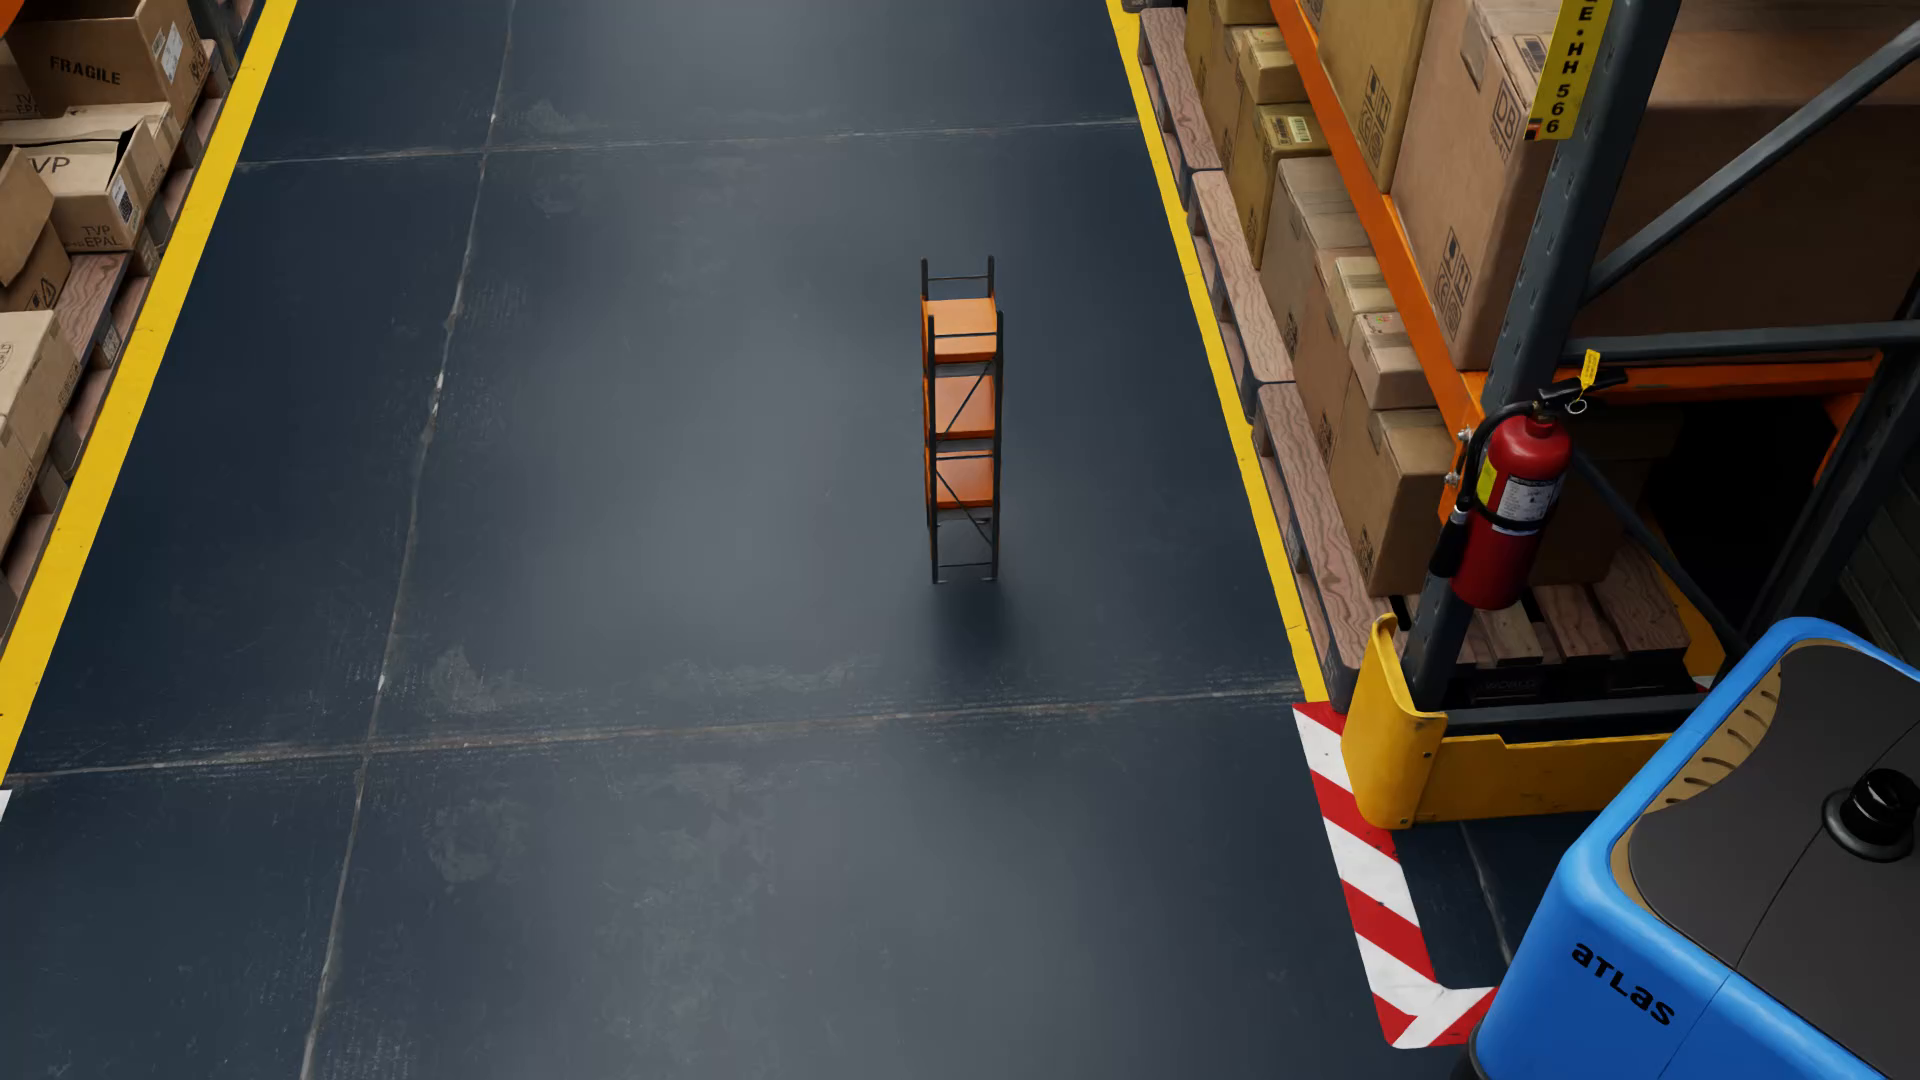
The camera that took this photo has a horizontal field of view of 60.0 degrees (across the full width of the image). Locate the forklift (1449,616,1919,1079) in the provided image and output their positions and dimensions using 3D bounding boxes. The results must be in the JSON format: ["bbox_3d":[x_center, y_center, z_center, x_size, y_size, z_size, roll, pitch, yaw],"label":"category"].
[{"bbox_3d":[2.528,0.884,2.394,1.130,2.935,3.031,-35,56,-29],"label":"forklift"}]

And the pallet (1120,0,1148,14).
[{"bbox_3d":[1.190,-2.909,7.859,1.003,0.211,1.213,-3,47,-3],"label":"pallet"}]

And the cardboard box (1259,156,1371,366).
[{"bbox_3d":[1.422,-0.931,5.498,0.700,0.500,0.500,-5,47,-5],"label":"cardboard box"}]

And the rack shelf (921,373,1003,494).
[{"bbox_3d":[0.004,-0.315,4.840,0.215,0.259,0.240,-3,47,-3],"label":"rack shelf"}]

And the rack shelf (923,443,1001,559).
[{"bbox_3d":[0.004,-0.124,5.042,0.215,0.259,0.240,-3,47,-3],"label":"rack shelf"}]

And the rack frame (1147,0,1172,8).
[{"bbox_3d":[1.330,-3.314,6.322,1.000,3.000,0.127,-3,47,-3],"label":"rack frame"}]

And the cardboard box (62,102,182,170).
[{"bbox_3d":[-3.185,-1.518,6.283,0.380,0.149,0.250,-3,47,-3],"label":"cardboard box"}]

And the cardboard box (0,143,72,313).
[{"bbox_3d":[-3.444,-0.944,5.494,0.797,0.503,0.637,-3,47,-3],"label":"cardboard box"}]

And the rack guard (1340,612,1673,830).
[{"bbox_3d":[1.667,0.457,4.473,1.175,0.500,0.348,-3,47,-3],"label":"rack guard"}]

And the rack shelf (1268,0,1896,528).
[{"bbox_3d":[1.497,-1.619,5.213,1.077,0.370,4.000,-3,47,-3],"label":"rack shelf"}]

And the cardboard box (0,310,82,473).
[{"bbox_3d":[-3.118,-0.456,5.207,0.500,0.250,0.500,-3,47,-3],"label":"cardboard box"}]

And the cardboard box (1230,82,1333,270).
[{"bbox_3d":[1.370,-1.316,5.863,0.700,0.500,0.500,-3,47,-2],"label":"cardboard box"}]

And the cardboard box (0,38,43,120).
[{"bbox_3d":[-3.787,-1.920,6.551,0.500,0.311,0.500,-3,47,-3],"label":"cardboard box"}]

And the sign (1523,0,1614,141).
[{"bbox_3d":[1.123,-0.876,3.054,0.100,0.325,0.005,-3,47,-3],"label":"sign"}]

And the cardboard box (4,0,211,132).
[{"bbox_3d":[-3.276,-1.907,6.409,0.500,0.500,0.500,-3,47,-3],"label":"cardboard box"}]

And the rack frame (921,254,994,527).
[{"bbox_3d":[-0.006,-0.411,4.916,0.200,1.050,0.008,-3,47,-3],"label":"rack frame"}]

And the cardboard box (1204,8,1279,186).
[{"bbox_3d":[1.329,-1.688,6.215,0.700,0.500,0.500,-4,47,-4],"label":"cardboard box"}]

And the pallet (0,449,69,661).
[{"bbox_3d":[-3.345,0.211,4.905,1.003,0.211,1.213,-3,47,-3],"label":"pallet"}]

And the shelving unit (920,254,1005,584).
[{"bbox_3d":[0.004,-0.322,4.832,0.215,1.050,0.252,-3,47,-3],"label":"shelving unit"}]

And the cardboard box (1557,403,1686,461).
[{"bbox_3d":[1.716,-0.350,4.501,0.380,0.149,0.250,-3,47,-3],"label":"cardboard box"}]

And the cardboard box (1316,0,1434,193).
[{"bbox_3d":[1.540,-1.417,4.319,0.980,0.700,0.700,-4,47,-4],"label":"cardboard box"}]

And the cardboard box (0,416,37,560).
[{"bbox_3d":[-3.076,-0.094,4.864,0.500,0.250,0.500,-3,47,-3],"label":"cardboard box"}]

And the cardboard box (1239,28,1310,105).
[{"bbox_3d":[1.181,-1.638,5.721,0.380,0.149,0.250,-5,47,-4],"label":"cardboard box"}]

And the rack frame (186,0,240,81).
[{"bbox_3d":[-3.606,-3.010,6.035,1.000,3.000,0.127,-3,47,-3],"label":"rack frame"}]

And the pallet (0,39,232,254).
[{"bbox_3d":[-3.550,-1.554,6.577,1.003,0.211,1.213,-3,47,-3],"label":"pallet"}]

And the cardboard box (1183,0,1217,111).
[{"bbox_3d":[1.290,-2.051,6.559,0.700,0.500,0.500,-3,47,-3],"label":"cardboard box"}]

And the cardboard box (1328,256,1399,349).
[{"bbox_3d":[1.292,-0.695,4.828,0.380,0.149,0.250,-2,47,-2],"label":"cardboard box"}]

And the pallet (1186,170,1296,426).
[{"bbox_3d":[1.421,-0.915,5.971,1.003,0.211,1.213,-3,47,-3],"label":"pallet"}]

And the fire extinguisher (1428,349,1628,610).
[{"bbox_3d":[1.217,-0.128,3.615,0.296,0.674,0.183,-3,47,-3],"label":"fire extinguisher"}]

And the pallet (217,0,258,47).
[{"bbox_3d":[-3.712,-2.637,7.602,1.003,0.211,1.213,-3,47,-3],"label":"pallet"}]

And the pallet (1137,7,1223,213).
[{"bbox_3d":[1.315,-1.800,6.809,1.003,0.211,1.213,-3,47,-3],"label":"pallet"}]

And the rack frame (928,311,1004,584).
[{"bbox_3d":[0.015,-0.234,4.749,0.200,1.050,0.008,-3,47,-3],"label":"rack frame"}]

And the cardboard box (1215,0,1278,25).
[{"bbox_3d":[1.137,-2.016,6.079,0.380,0.149,0.250,-2,47,-2],"label":"cardboard box"}]

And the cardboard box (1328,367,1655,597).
[{"bbox_3d":[1.506,-0.205,4.811,0.700,0.500,0.500,-3,47,-3],"label":"cardboard box"}]

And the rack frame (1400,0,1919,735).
[{"bbox_3d":[1.665,-0.420,3.582,1.000,3.000,0.127,-3,47,-3],"label":"rack frame"}]

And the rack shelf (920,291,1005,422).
[{"bbox_3d":[0.004,-0.510,4.634,0.215,0.259,0.240,-3,47,-3],"label":"rack shelf"}]

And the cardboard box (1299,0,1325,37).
[{"bbox_3d":[1.485,-1.969,4.842,0.980,0.700,0.700,-6,47,-5],"label":"cardboard box"}]

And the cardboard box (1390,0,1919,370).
[{"bbox_3d":[1.612,-0.891,3.822,0.980,0.700,0.700,-2,47,-1],"label":"cardboard box"}]

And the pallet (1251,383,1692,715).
[{"bbox_3d":[1.520,-0.035,5.137,1.003,0.211,1.213,-3,47,-3],"label":"pallet"}]

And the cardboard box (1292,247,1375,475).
[{"bbox_3d":[1.464,-0.567,5.153,0.700,0.500,0.500,-4,47,-3],"label":"cardboard box"}]

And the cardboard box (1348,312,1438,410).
[{"bbox_3d":[1.314,-0.510,4.653,0.380,0.149,0.250,-4,47,-4],"label":"cardboard box"}]

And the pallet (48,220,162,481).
[{"bbox_3d":[-3.444,-0.669,5.739,1.003,0.211,1.213,-3,47,-3],"label":"pallet"}]

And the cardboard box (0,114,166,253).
[{"bbox_3d":[-3.213,-1.299,5.963,0.500,0.311,0.500,-3,47,-3],"label":"cardboard box"}]
